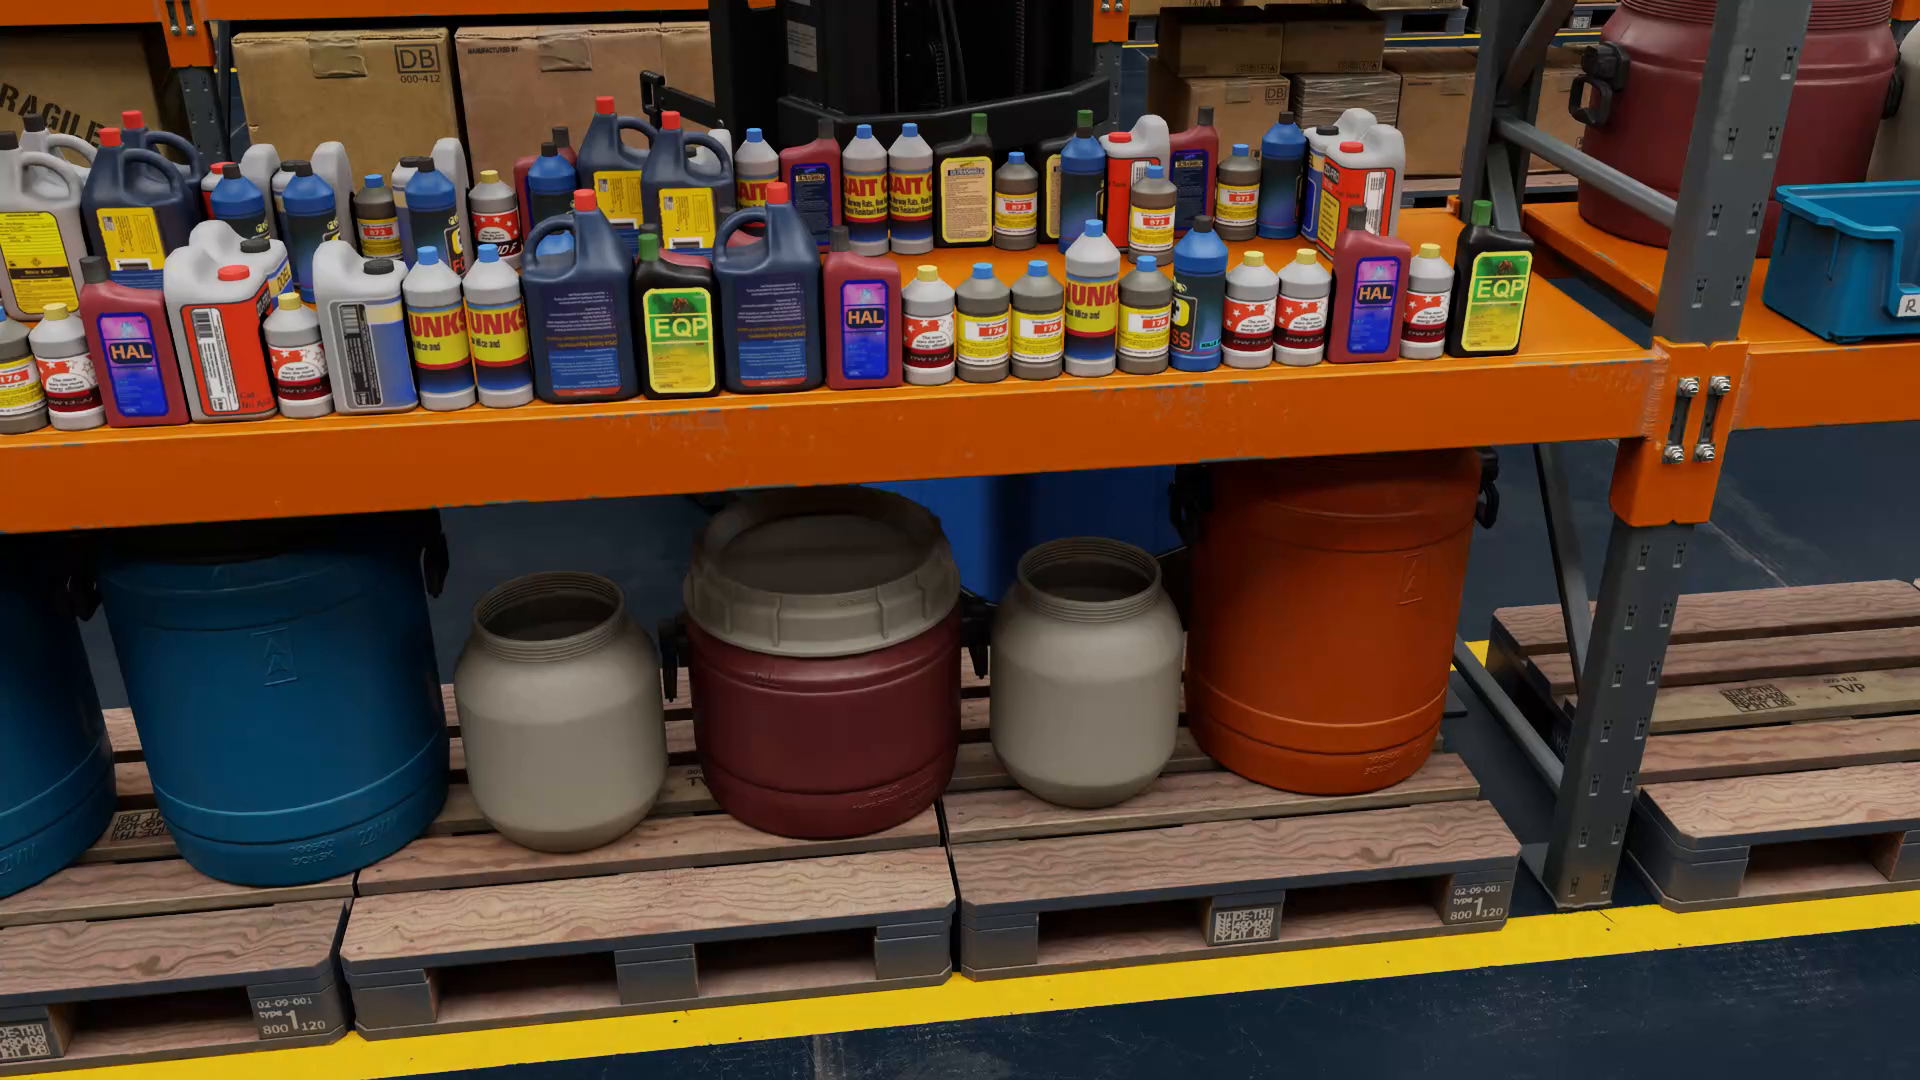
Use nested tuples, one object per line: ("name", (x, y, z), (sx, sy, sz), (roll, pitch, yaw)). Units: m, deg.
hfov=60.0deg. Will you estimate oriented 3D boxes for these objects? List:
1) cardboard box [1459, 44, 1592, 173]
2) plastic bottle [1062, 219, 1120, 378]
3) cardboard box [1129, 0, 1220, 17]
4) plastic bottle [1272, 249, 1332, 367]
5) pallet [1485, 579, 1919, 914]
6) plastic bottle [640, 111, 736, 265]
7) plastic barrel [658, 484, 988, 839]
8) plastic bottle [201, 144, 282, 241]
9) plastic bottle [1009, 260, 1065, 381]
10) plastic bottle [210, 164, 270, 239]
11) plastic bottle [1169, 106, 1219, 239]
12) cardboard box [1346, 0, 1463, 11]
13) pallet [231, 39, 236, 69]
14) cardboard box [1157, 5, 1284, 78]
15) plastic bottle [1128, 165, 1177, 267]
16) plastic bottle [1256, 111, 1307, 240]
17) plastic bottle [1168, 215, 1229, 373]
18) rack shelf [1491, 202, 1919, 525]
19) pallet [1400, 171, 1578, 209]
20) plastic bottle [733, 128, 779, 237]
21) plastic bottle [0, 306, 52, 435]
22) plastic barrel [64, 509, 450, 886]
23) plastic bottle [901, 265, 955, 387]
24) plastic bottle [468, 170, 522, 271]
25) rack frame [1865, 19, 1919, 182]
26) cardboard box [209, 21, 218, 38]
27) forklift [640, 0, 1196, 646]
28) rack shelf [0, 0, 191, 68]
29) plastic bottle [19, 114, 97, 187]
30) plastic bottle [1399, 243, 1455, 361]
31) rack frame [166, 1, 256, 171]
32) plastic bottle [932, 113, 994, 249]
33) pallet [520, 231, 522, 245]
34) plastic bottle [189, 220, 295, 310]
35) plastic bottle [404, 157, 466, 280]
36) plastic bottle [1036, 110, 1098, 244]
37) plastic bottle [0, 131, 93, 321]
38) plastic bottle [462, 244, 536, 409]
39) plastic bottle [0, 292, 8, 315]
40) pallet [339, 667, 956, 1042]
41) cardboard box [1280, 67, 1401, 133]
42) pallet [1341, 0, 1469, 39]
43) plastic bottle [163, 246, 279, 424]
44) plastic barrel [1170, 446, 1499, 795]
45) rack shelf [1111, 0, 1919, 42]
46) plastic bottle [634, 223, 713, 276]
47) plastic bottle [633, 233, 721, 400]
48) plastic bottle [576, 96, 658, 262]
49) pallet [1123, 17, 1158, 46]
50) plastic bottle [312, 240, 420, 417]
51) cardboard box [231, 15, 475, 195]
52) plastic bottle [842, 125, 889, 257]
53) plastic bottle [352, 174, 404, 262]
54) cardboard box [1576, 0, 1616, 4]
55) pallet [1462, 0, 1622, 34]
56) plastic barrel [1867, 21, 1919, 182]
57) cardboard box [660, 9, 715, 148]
("cardboard box", (2.936, -2.236, 8.577), (0.500, 0.500, 0.700), (-6, 28, -12))
("plastic bottle", (0.232, -0.431, 2.945), (0.097, 0.271, 0.097), (0, 27, 0))
("cardboard box", (1.504, -4.474, 12.688), (0.750, 0.750, 1.050), (-3, 27, -6))
("plastic bottle", (0.618, -0.425, 3.009), (0.097, 0.201, 0.097), (0, 27, 0))
("pallet", (2.077, 0.464, 4.115), (1.213, 0.211, 1.003), (-4, 27, -7))
("plastic bottle", (-0.547, -0.685, 3.354), (0.185, 0.351, 0.144), (-4, 27, -7))
("plastic barrel", (-0.296, 0.251, 3.656), (0.708, 0.588, 0.600), (-4, 27, -7))
("plastic bottle", (-1.450, -0.662, 3.391), (0.135, 0.276, 0.152), (-4, 27, -7))
("plastic bottle", (0.136, -0.394, 2.949), (0.097, 0.201, 0.097), (0, 27, 0))
("plastic bottle", (-1.414, -0.605, 3.284), (0.097, 0.271, 0.097), (0, 27, 0))
("plastic bottle", (0.499, -0.812, 3.674), (0.133, 0.283, 0.061), (-4, 27, -7))
("cardboard box", (3.382, -4.593, 12.920), (0.750, 0.750, 1.050), (-4, 27, -7))
("pallet", (-4.598, -3.679, 12.189), (1.213, 0.211, 1.003), (-4, 27, -7))
("cardboard box", (1.274, -2.458, 8.189), (0.500, 0.250, 0.500), (-3, 27, -5))
("plastic bottle", (0.409, -0.691, 3.529), (0.097, 0.201, 0.097), (0, 27, 0))
("plastic bottle", (0.712, -0.812, 3.687), (0.097, 0.271, 0.097), (0, 27, 0))
("plastic bottle", (0.425, -0.443, 2.969), (0.097, 0.271, 0.097), (0, 27, 0))
("rack shelf", (3.285, -0.553, 3.829), (4.000, 0.370, 1.077), (-4, 27, -7))
("pallet", (2.594, -1.869, 8.661), (1.213, 0.211, 1.003), (-4, 27, -7))
("plastic bottle", (-0.431, -0.738, 3.544), (0.097, 0.271, 0.097), (0, 27, 0))
("plastic bottle", (-1.568, -0.284, 2.736), (0.097, 0.201, 0.097), (0, 27, 0))
("plastic barrel", (-1.414, 0.184, 3.444), (0.708, 0.901, 0.600), (-4, 27, -7))
("plastic bottle", (-0.057, -0.381, 2.925), (0.097, 0.201, 0.097), (0, 27, 0))
("plastic bottle", (-0.976, -0.672, 3.492), (0.097, 0.201, 0.097), (0, 27, 0))
("rack frame", (4.575, -3.239, 8.277), (0.127, 3.000, 1.000), (-4, 27, -7))
("cardboard box", (-5.303, -3.652, 11.745), (0.250, 0.149, 0.380), (-4, 27, -7))
("forklift", (-0.371, -1.534, 5.029), (1.130, 2.935, 3.031), (-19, 33, -32))
("rack shelf", (-5.327, -2.283, 7.201), (4.000, 0.370, 1.077), (-4, 27, -7))
("plastic bottle", (-1.792, -0.675, 3.335), (0.185, 0.351, 0.144), (-4, 27, -7))
("plastic bottle", (0.847, -0.439, 3.038), (0.097, 0.201, 0.097), (0, 27, 0))
("rack frame", (-3.347, -2.730, 7.285), (0.127, 3.000, 1.000), (-4, 27, -7))
("plastic bottle", (0.005, -0.780, 3.612), (0.133, 0.283, 0.061), (-4, 27, -7))
("pallet", (-2.593, -1.573, 8.084), (1.213, 0.211, 1.003), (-4, 27, -7))
("plastic bottle", (-1.249, -0.421, 2.920), (0.135, 0.276, 0.152), (-4, 27, -7))
("plastic bottle", (-1.051, -0.628, 3.330), (0.097, 0.271, 0.097), (0, 27, 0))
("plastic bottle", (0.234, -0.795, 3.641), (0.133, 0.283, 0.061), (-4, 27, -7))
("plastic bottle", (-1.772, -0.610, 3.208), (0.185, 0.351, 0.144), (-4, 27, -7))
("plastic bottle", (-0.783, -0.366, 2.818), (0.097, 0.271, 0.097), (0, 27, 0))
("plastic bottle", (-1.914, -0.542, 3.238), (0.097, 0.201, 0.097), (0, 27, 0))
("pallet", (-0.676, 0.640, 3.771), (1.213, 0.211, 1.003), (-4, 27, -7))
("cardboard box", (1.823, -2.161, 8.432), (0.500, 0.500, 0.700), (-6, 28, -11))
("pallet", (3.231, -4.164, 13.134), (1.213, 0.211, 1.003), (-4, 27, -7))
("plastic bottle", (-1.228, -0.352, 2.786), (0.135, 0.276, 0.152), (-4, 27, -7))
("plastic barrel", (0.822, 0.072, 3.741), (0.708, 0.830, 0.600), (-4, 27, -7))
("rack shelf", (2.595, -2.792, 8.193), (4.000, 0.370, 1.077), (-4, 27, -7))
("plastic bottle", (-0.492, -0.409, 2.890), (0.133, 0.283, 0.061), (-4, 27, -7))
("plastic bottle", (-0.484, -0.382, 2.836), (0.133, 0.283, 0.061), (-4, 27, -7))
("plastic bottle", (-0.701, -0.745, 3.471), (0.185, 0.351, 0.144), (-4, 27, -7))
("pallet", (0.815, -4.009, 12.831), (1.213, 0.211, 1.003), (-4, 27, -7))
("plastic bottle", (-0.998, -0.367, 2.815), (0.135, 0.276, 0.152), (-4, 27, -7))
("cardboard box", (-2.716, -2.021, 7.771), (0.875, 0.875, 1.225), (-4, 27, -7))
("plastic bottle", (-0.203, -0.753, 3.573), (0.097, 0.271, 0.097), (0, 27, 0))
("plastic bottle", (-1.206, -0.657, 3.463), (0.097, 0.201, 0.097), (0, 27, 0))
("cardboard box", (4.617, -4.737, 13.064), (0.875, 0.875, 0.875), (-3, 27, -6))
("pallet", (4.748, -4.260, 13.321), (1.213, 0.211, 1.003), (-4, 27, -7))
("plastic barrel", (2.293, -0.957, 3.707), (0.421, 0.512, 0.421), (0, 27, 0))
("cardboard box", (-0.956, -2.138, 7.999), (0.875, 0.875, 1.225), (-4, 27, -7))
